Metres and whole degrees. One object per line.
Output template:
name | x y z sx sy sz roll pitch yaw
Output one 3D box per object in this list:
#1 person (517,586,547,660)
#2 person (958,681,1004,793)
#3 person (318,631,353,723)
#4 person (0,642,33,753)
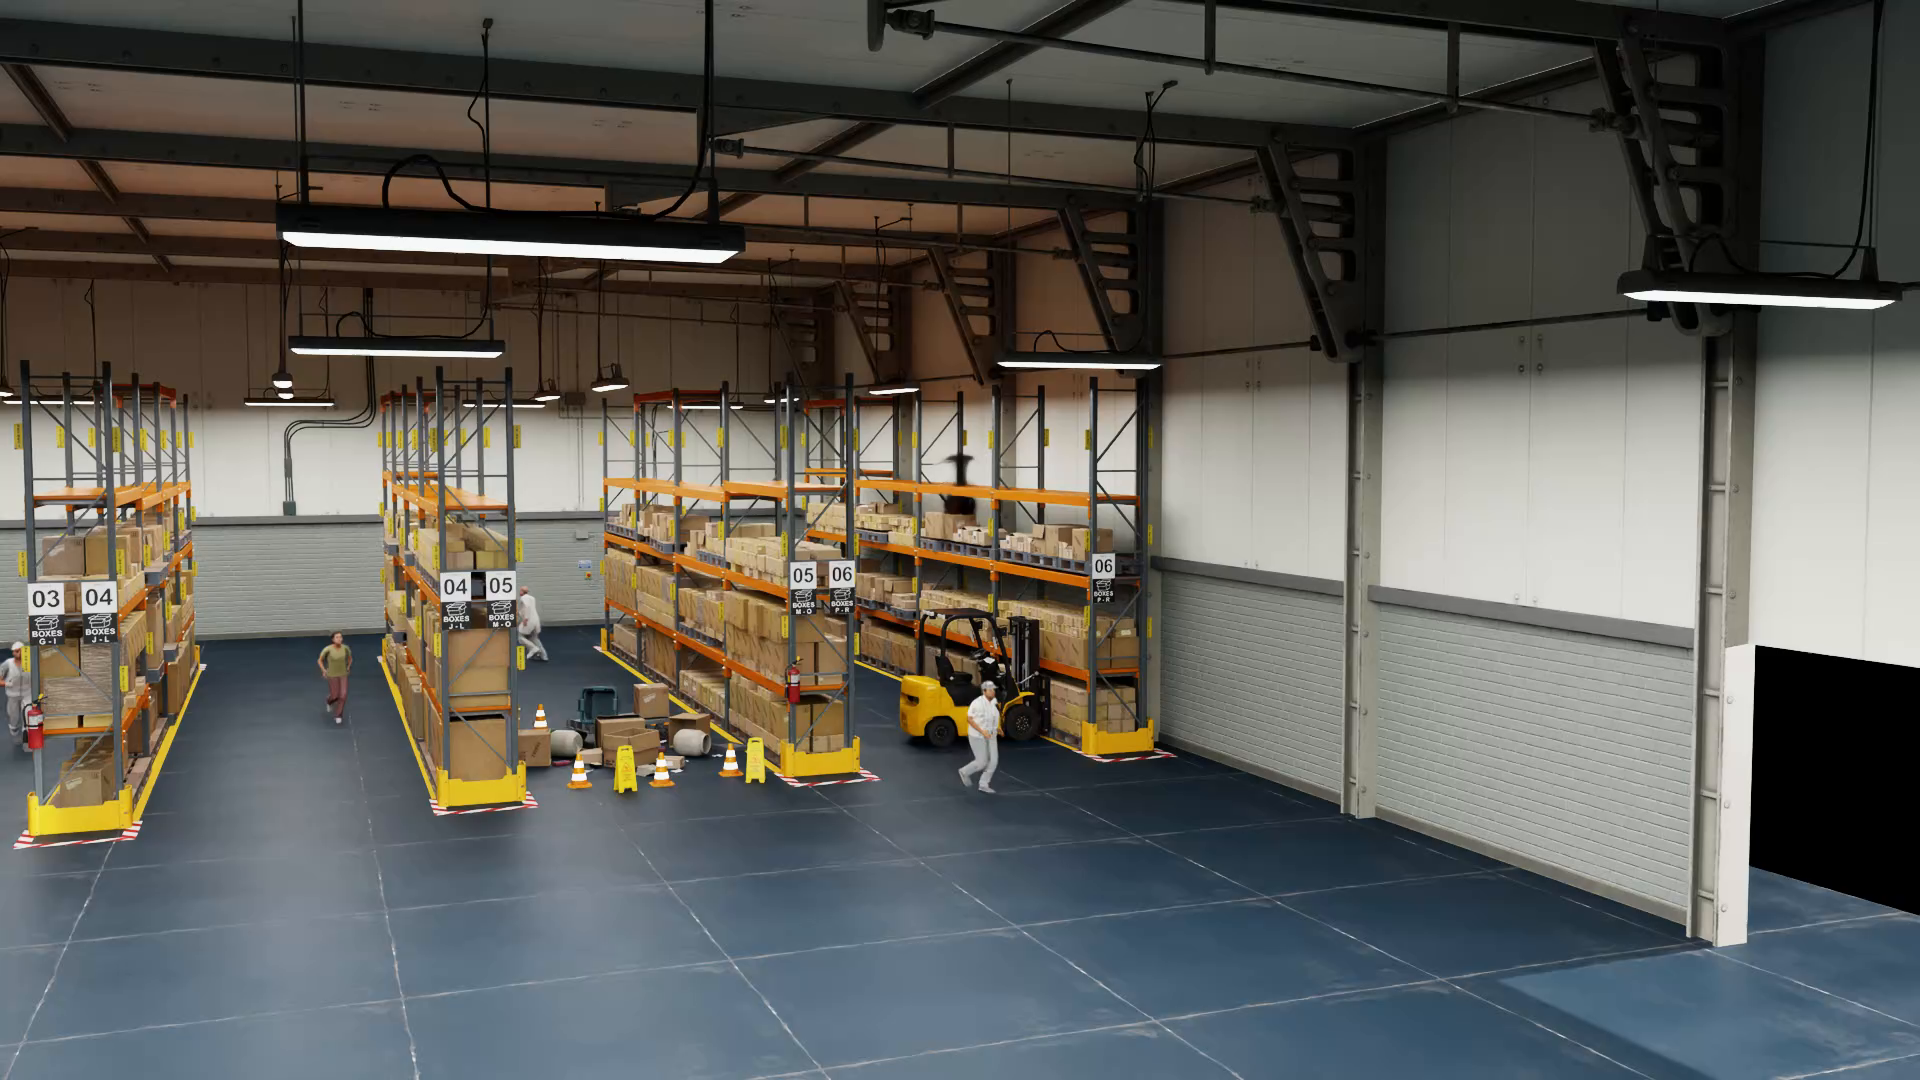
person | -9.828 1.881 37.860 0.934 1.668 0.708 1 4 19
person | 0.295 2.788 23.671 0.608 1.612 0.652 -3 5 -45
person | -11.123 2.423 29.649 0.595 1.625 0.616 -2 4 -35
person | -15.063 2.488 26.637 0.642 1.750 1.071 -2 4 -34
